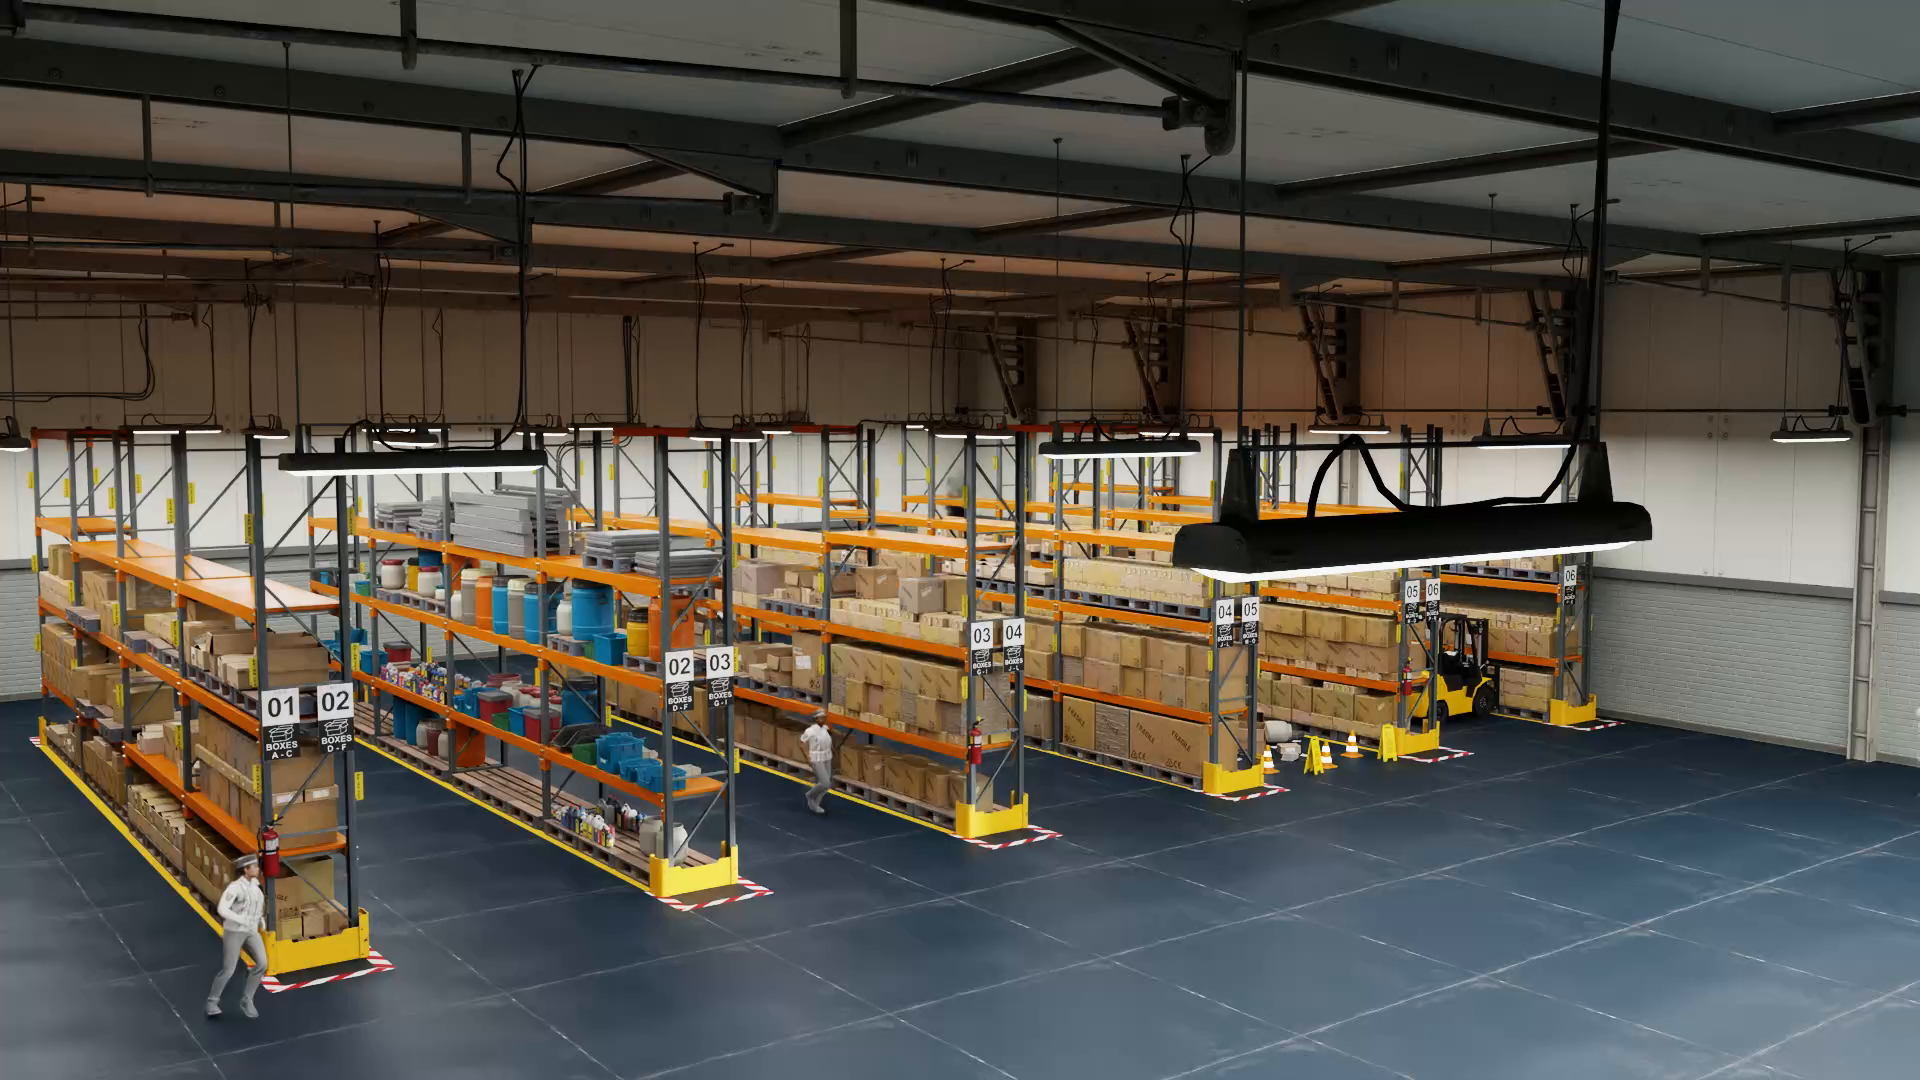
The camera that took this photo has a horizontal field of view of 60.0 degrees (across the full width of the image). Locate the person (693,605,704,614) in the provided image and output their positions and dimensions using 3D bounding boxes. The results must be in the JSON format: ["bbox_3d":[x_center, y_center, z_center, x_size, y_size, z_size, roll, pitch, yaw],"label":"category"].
[{"bbox_3d":[-6.488,2.323,40.220,0.762,1.770,0.663,2,5,26],"label":"person"}]

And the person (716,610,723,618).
[{"bbox_3d":[-5.969,2.324,40.882,0.629,1.674,0.543,2,5,21],"label":"person"}]

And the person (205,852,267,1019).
[{"bbox_3d":[-7.543,4.136,17.516,0.610,1.645,0.752,1,5,18],"label":"person"}]

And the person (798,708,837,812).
[{"bbox_3d":[-2.158,3.454,26.009,0.576,1.659,0.560,4,6,41],"label":"person"}]
